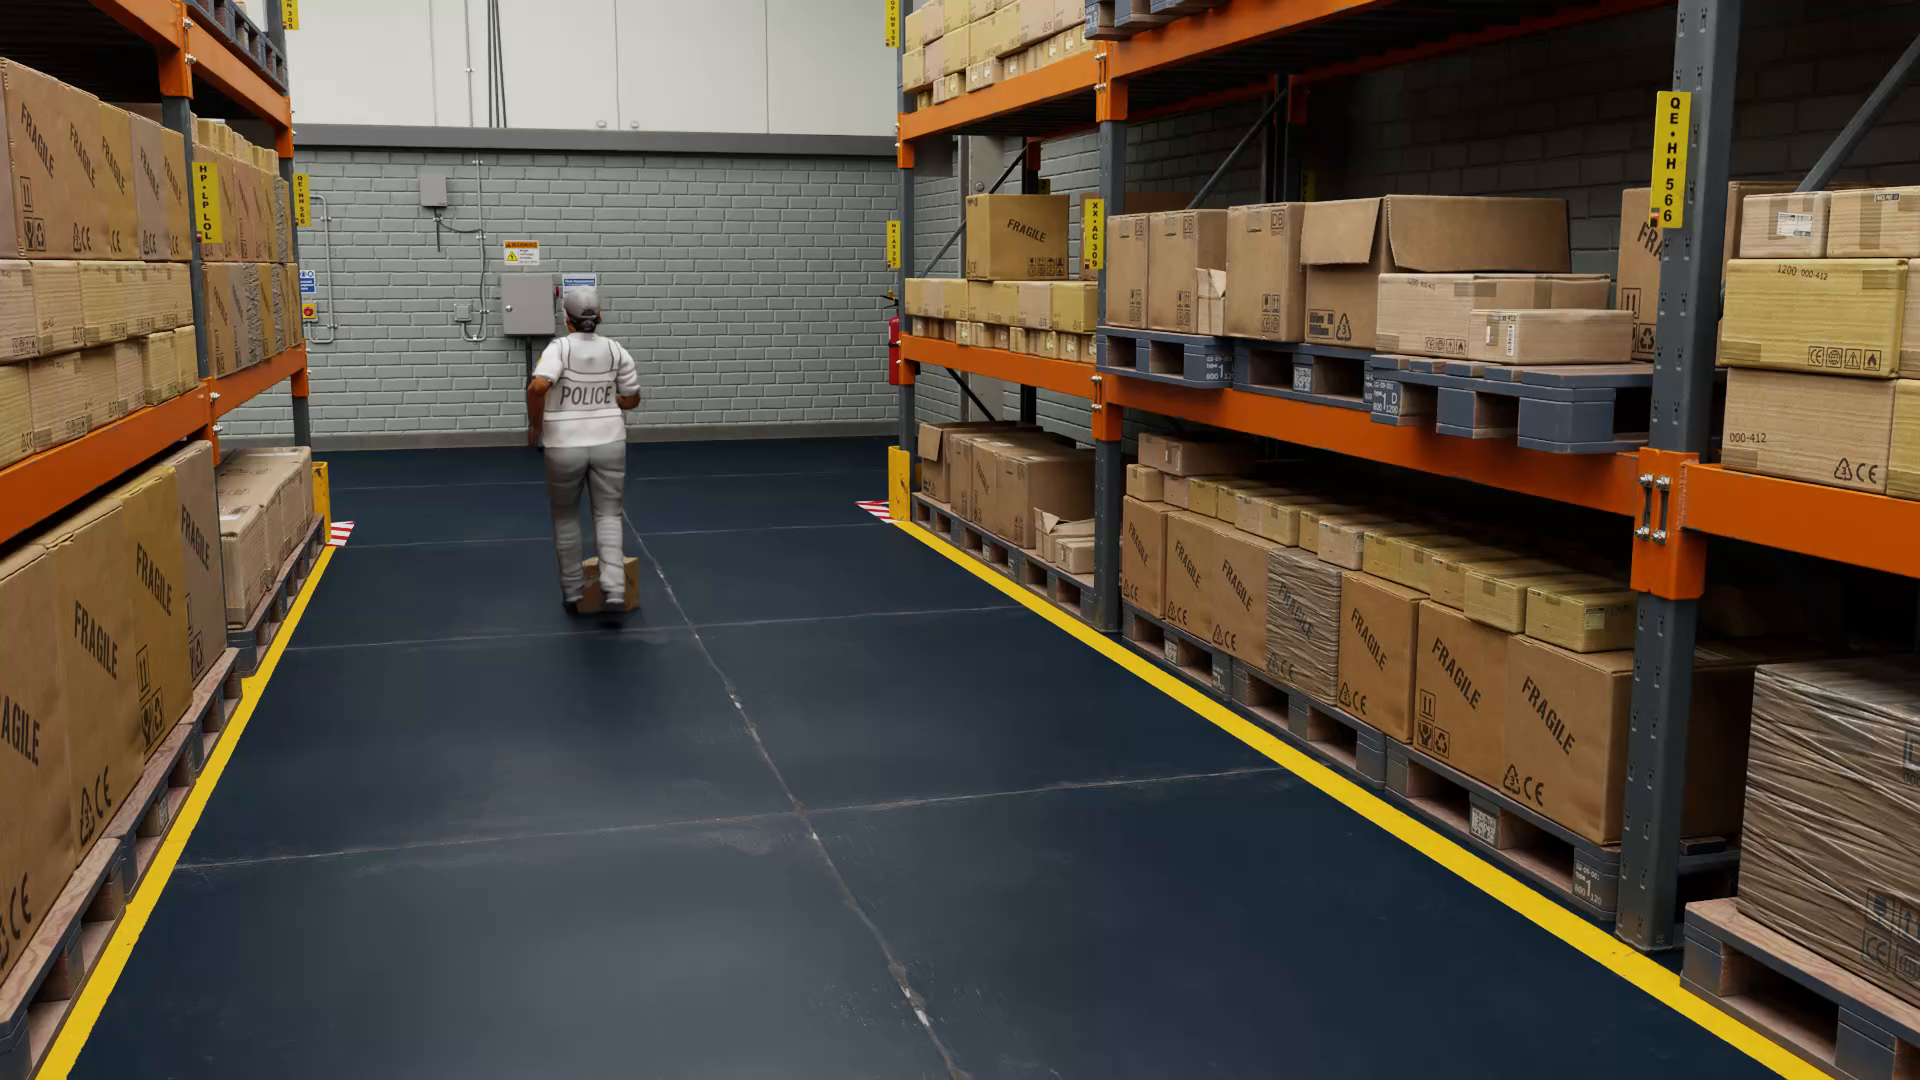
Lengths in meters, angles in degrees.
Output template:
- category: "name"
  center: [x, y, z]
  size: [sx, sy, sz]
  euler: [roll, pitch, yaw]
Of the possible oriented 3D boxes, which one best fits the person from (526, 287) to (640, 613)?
- category: "person"
  center: [-1.919, -0.433, 8.437]
  size: [0.602, 1.680, 0.777]
  euler: [-4, 10, -23]
